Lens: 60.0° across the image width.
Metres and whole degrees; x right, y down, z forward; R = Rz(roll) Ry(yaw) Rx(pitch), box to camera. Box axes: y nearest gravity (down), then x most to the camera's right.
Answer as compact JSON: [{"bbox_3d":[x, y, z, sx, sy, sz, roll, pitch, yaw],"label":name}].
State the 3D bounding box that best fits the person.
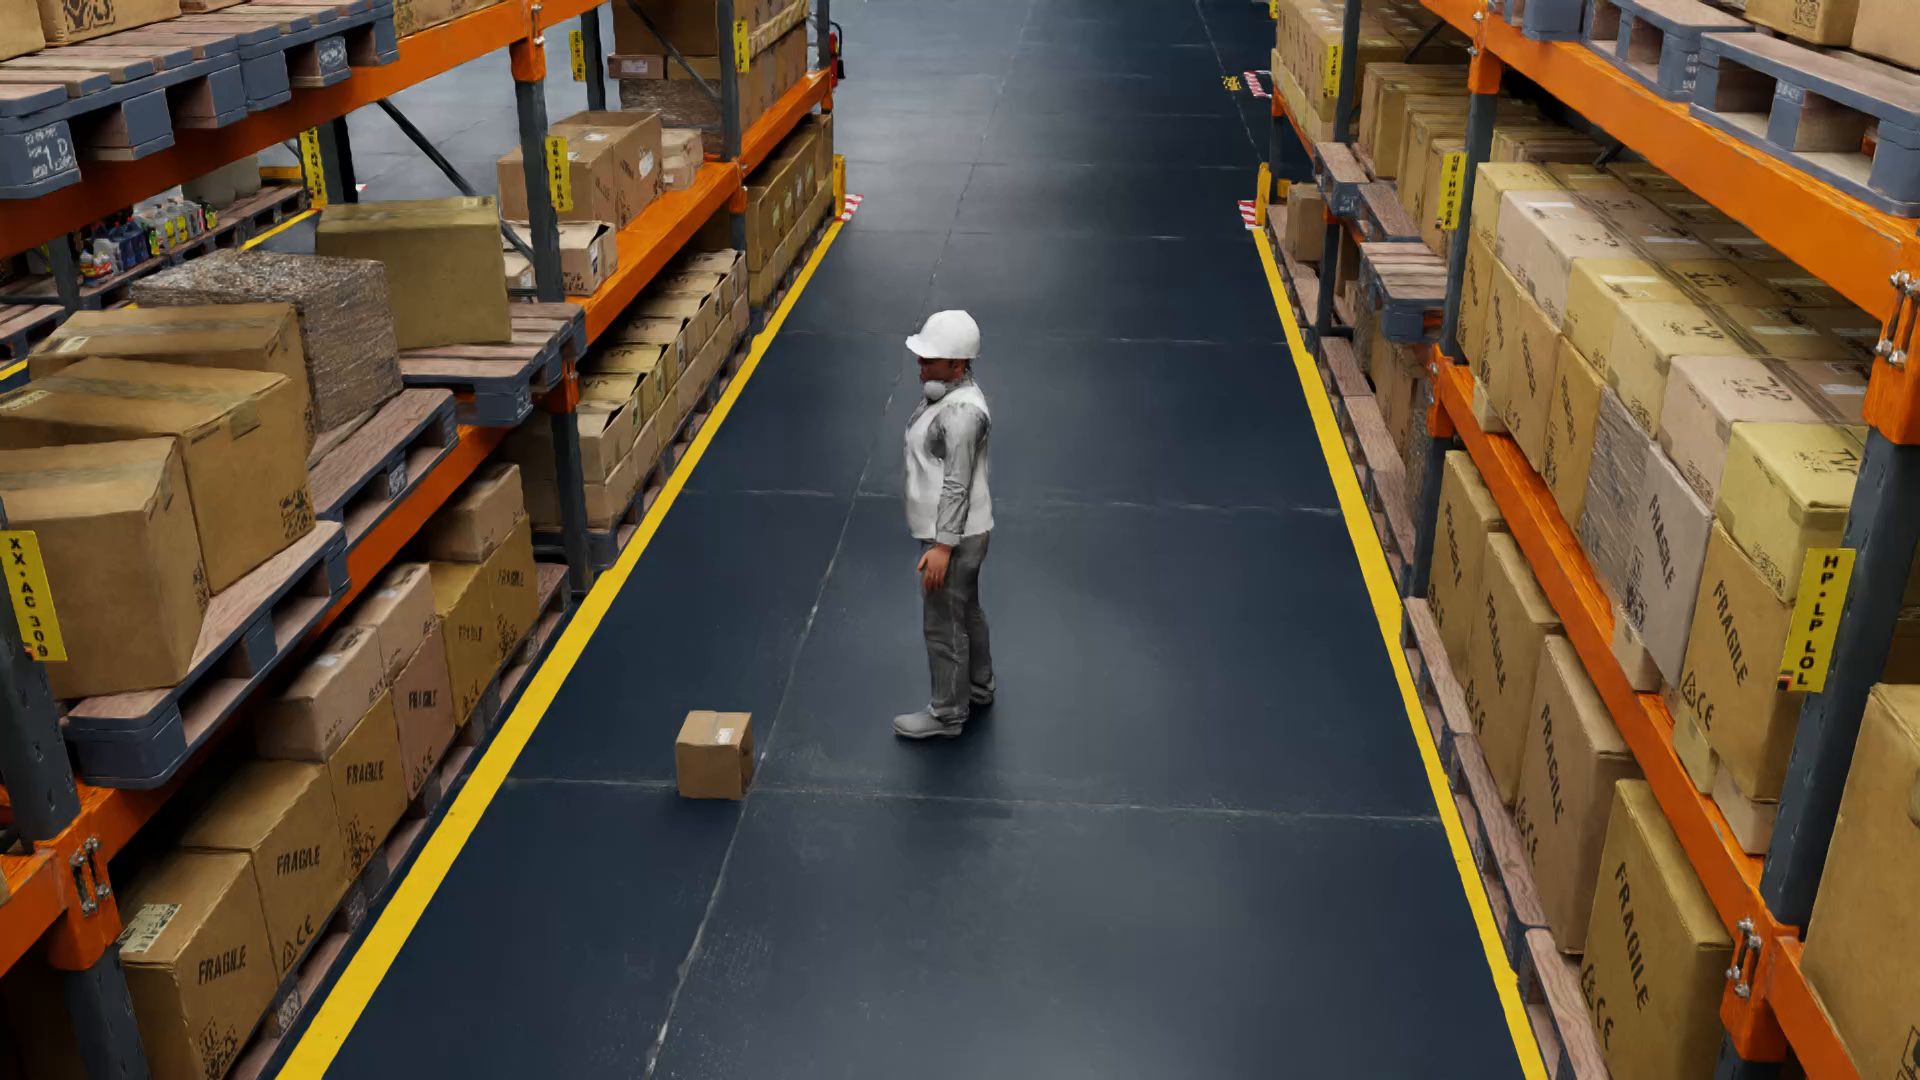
[{"bbox_3d":[-0.066,-0.049,6.646,0.443,1.772,0.650,-1,24,-2],"label":"person"}]
